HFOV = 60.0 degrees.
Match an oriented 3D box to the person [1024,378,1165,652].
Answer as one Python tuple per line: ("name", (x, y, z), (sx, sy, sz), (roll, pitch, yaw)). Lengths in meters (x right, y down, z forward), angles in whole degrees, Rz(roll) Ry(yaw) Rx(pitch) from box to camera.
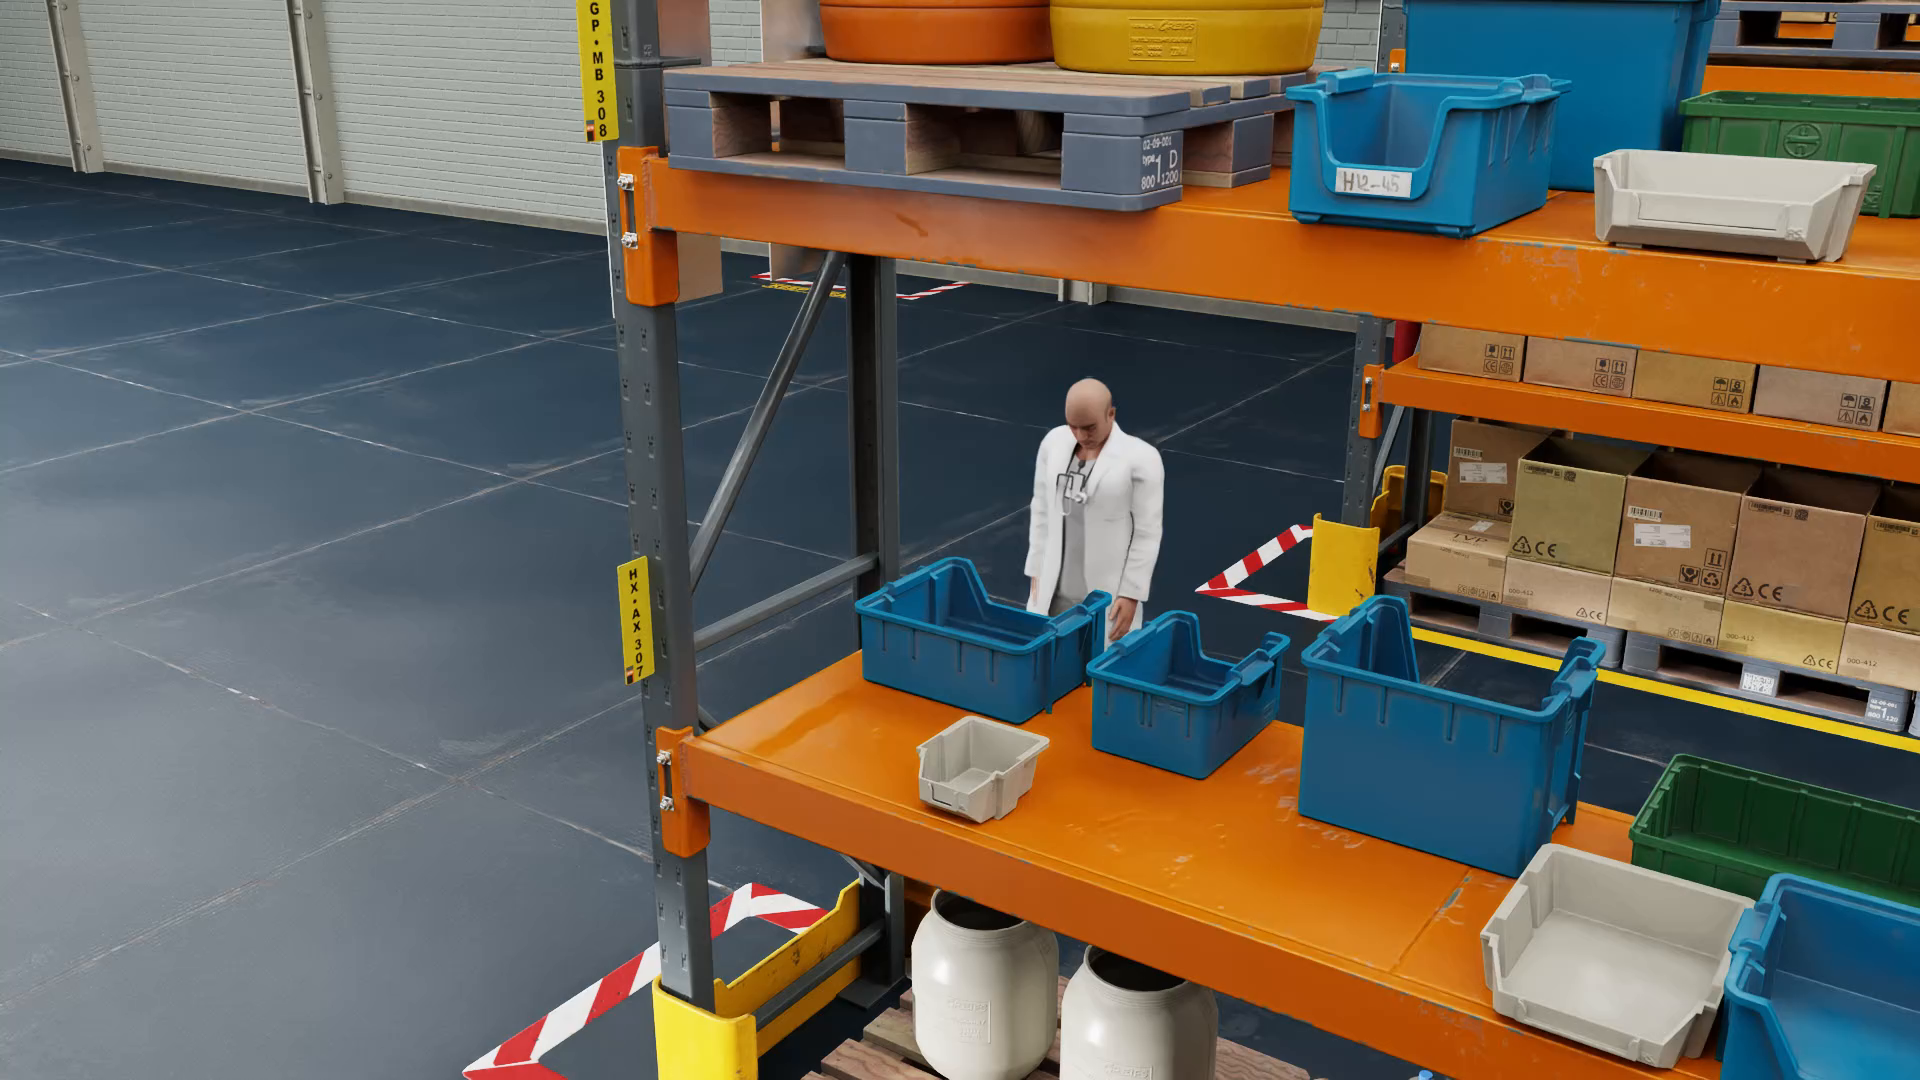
("person", (0.513, 0.204, 6.572), (0.579, 1.752, 0.385), (13, 24, 33))
